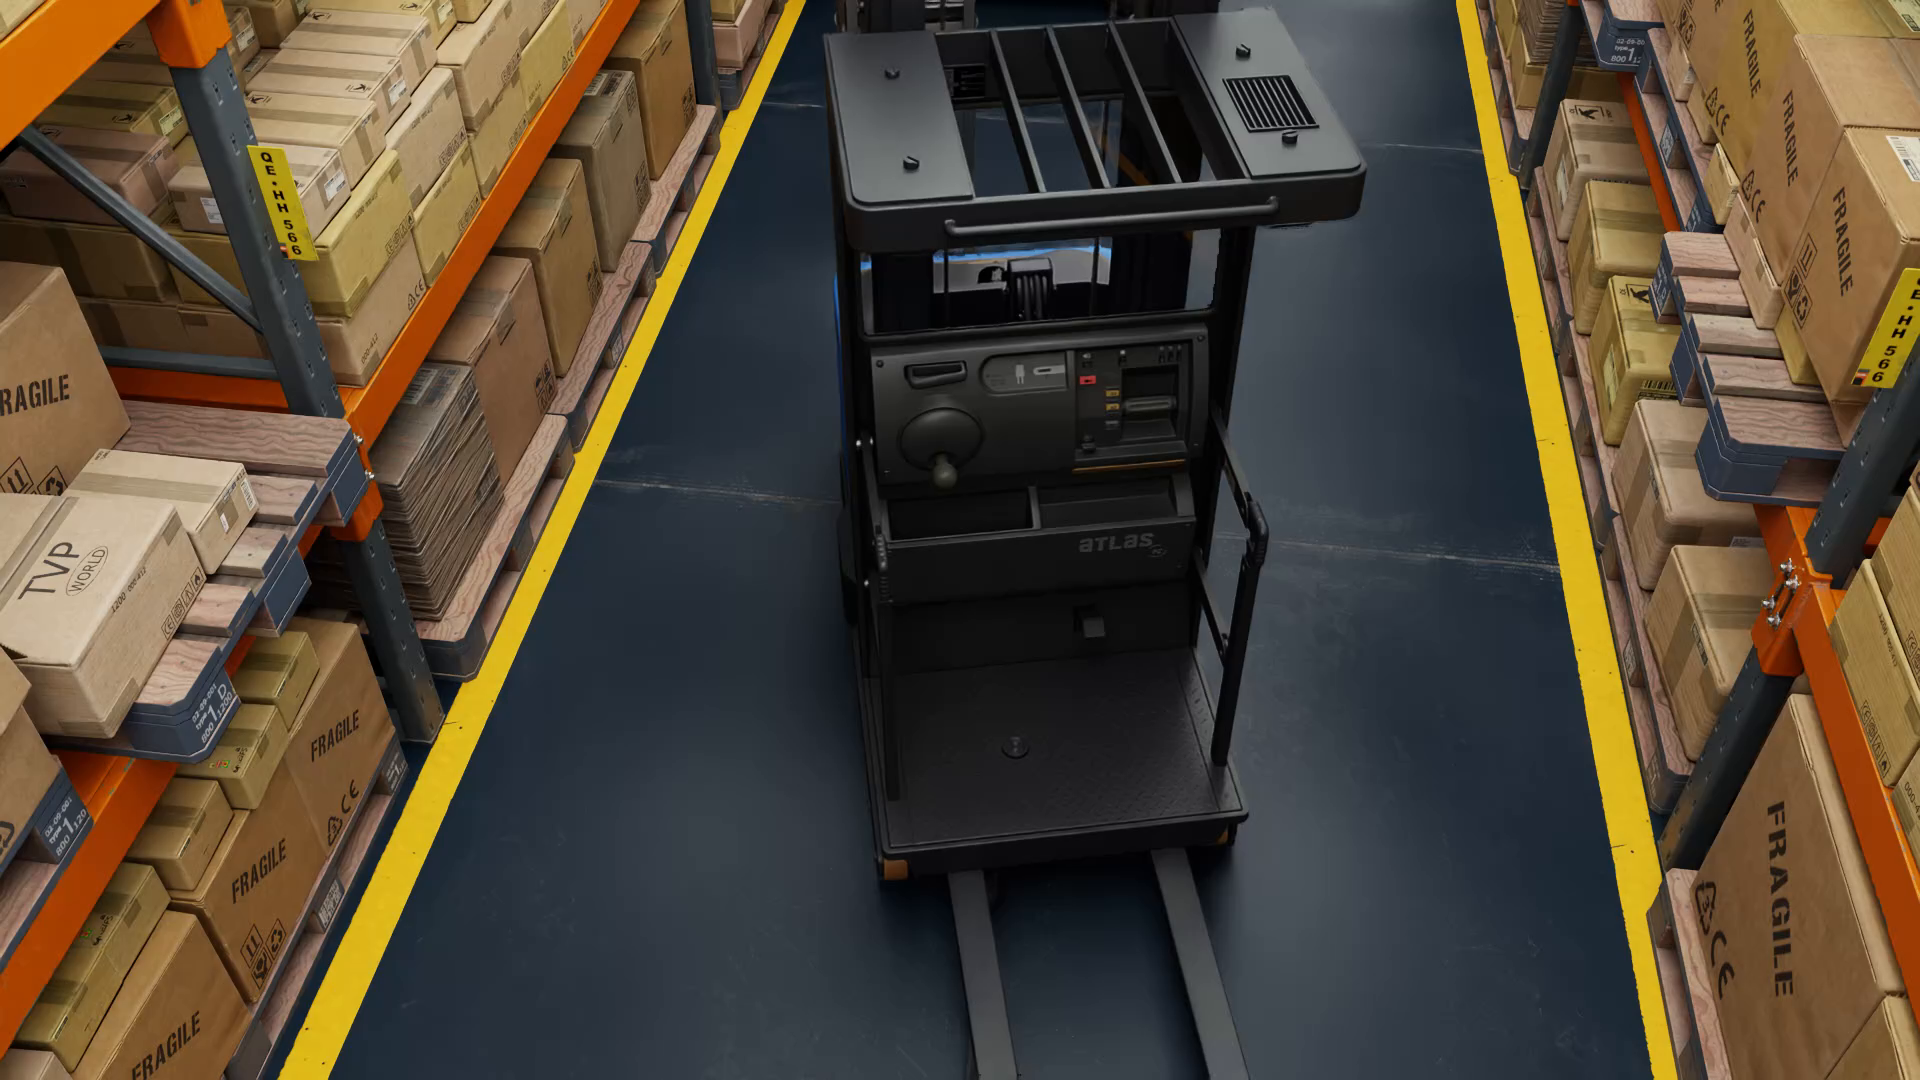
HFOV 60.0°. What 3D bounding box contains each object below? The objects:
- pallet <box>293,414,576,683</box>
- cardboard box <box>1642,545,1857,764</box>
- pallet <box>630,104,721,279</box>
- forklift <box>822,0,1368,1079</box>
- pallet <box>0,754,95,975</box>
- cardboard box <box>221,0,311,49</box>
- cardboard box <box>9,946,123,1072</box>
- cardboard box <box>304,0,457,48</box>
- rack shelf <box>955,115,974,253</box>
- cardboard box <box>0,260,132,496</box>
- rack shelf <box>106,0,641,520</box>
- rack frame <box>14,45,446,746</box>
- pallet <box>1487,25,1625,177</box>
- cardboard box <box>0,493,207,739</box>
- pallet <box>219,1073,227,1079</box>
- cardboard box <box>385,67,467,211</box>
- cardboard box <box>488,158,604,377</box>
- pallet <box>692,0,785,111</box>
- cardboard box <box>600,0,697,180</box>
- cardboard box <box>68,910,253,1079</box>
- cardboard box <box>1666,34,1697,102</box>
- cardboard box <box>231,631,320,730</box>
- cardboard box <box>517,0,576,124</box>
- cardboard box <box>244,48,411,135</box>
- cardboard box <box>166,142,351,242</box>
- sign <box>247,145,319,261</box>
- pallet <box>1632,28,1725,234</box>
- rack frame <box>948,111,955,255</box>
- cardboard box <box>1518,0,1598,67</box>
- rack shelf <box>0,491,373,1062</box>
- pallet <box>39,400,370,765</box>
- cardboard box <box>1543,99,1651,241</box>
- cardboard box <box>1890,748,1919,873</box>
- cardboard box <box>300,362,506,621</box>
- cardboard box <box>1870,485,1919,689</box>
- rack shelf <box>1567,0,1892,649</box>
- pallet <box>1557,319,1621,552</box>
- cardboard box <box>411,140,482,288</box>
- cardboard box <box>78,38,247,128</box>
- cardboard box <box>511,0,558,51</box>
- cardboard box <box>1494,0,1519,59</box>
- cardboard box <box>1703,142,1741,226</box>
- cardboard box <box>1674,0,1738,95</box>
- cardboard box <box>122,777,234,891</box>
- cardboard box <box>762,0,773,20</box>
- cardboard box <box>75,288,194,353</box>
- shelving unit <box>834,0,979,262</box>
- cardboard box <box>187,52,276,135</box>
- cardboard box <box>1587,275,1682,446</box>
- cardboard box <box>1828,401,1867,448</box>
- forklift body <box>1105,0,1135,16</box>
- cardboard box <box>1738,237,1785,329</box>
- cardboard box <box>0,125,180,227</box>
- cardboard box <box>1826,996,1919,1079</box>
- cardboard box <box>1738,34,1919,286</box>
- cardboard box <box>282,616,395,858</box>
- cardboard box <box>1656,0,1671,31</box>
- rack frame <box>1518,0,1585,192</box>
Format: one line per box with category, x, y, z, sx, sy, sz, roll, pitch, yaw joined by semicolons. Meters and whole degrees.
pallet;-2.092;-0.037;6.136;1.003;0.211;1.213;5;44;6
cardboard box;2.766;0.374;5.280;0.950;0.372;0.625;3;43;3
pallet;-1.769;-1.700;7.892;1.003;0.211;1.213;5;44;6
forklift;0.255;-0.276;4.409;1.130;2.935;3.031;-5;44;-5
pallet;-2.492;0.903;3.254;1.003;0.211;1.213;5;44;6
cardboard box;-2.303;-1.709;5.328;0.380;0.149;0.250;5;44;5
cardboard box;-2.250;1.097;3.951;0.380;0.149;0.250;5;44;5
cardboard box;-1.837;-1.668;5.285;0.380;0.149;0.250;6;44;6
rack shelf;-0.186;-1.158;5.966;0.431;0.518;0.480;-5;44;-5
cardboard box;-2.462;-0.345;4.054;0.500;0.500;0.500;7;44;7
rack shelf;-1.975;-1.594;6.275;1.077;0.370;4.000;5;44;6
rack frame;-2.239;-0.493;4.589;1.000;3.000;0.127;5;44;6
pallet;3.264;-2.218;8.439;1.003;0.211;1.213;5;44;6
cardboard box;-2.058;0.158;3.705;0.500;0.250;0.500;3;44;4
pallet;-2.539;1.855;4.138;1.003;0.211;1.213;5;44;6
cardboard box;-1.871;-1.241;5.124;0.500;0.250;0.500;7;44;7
cardboard box;-1.976;-1.111;6.664;0.875;0.625;0.625;4;44;4
pallet;-1.564;-2.744;8.995;1.003;0.211;1.213;5;44;6
cardboard box;-1.768;-2.152;7.763;0.875;0.625;0.625;7;44;7
cardboard box;-2.225;1.267;4.242;0.500;0.500;0.500;7;44;7
cardboard box;2.624;-1.598;5.633;0.380;0.149;0.250;7;44;7
cardboard box;-2.053;0.387;4.701;0.380;0.149;0.250;3;44;3
cardboard box;-1.735;-1.766;6.042;0.500;0.250;0.500;7;44;7
cardboard box;-1.863;-1.314;4.912;0.380;0.149;0.250;6;44;7
cardboard box;-1.905;-0.955;4.532;0.380;0.149;0.250;6;44;7
sign;-1.700;-0.841;4.172;0.100;0.325;0.005;5;44;6
pallet;2.902;-1.327;5.609;1.003;0.211;1.213;5;44;6
rack frame;-0.218;-1.335;6.132;0.400;2.100;0.015;-5;44;-5
cardboard box;3.022;-2.624;7.989;0.500;0.500;0.500;5;44;5
rack shelf;-2.504;1.132;3.396;1.077;0.370;4.000;5;44;6
pallet;-2.259;0.045;4.160;1.213;0.211;1.003;5;44;6
cardboard box;3.143;-1.611;7.375;0.950;0.372;0.625;6;44;6
cardboard box;2.317;0.673;3.467;0.500;0.250;0.500;4;44;4
cardboard box;-2.143;-0.207;5.708;0.875;0.625;0.625;7;44;7
cardboard box;2.370;0.152;3.653;0.500;0.250;0.500;5;44;5
rack shelf;2.946;-1.146;5.802;1.077;0.370;4.000;5;44;6
pallet;2.950;-0.393;6.511;1.003;0.211;1.213;5;44;6
cardboard box;-1.867;-1.061;5.298;0.500;0.250;0.500;4;44;5
cardboard box;-2.378;-1.364;4.964;0.380;0.149;0.250;5;44;5
cardboard box;-1.741;-1.946;5.870;0.500;0.250;0.500;6;44;6
cardboard box;3.082;-2.715;8.630;0.500;0.250;0.500;4;44;4
cardboard box;2.508;-1.075;5.081;0.380;0.149;0.250;6;44;6
cardboard box;2.662;-1.745;5.317;0.500;0.500;0.500;4;44;4
cardboard box;-2.137;0.751;4.316;0.380;0.149;0.250;4;44;4
cardboard box;-1.266;-3.020;8.952;0.500;0.250;0.500;4;44;5
cardboard box;-2.433;-0.768;4.988;0.500;0.250;0.500;4;44;5
shelving unit;-0.186;-1.168;5.957;0.431;2.100;0.503;-5;44;-5
cardboard box;-2.389;-1.300;5.186;0.500;0.250;0.500;6;44;6
cardboard box;2.961;-0.646;6.357;0.950;0.372;0.625;7;44;7
cardboard box;2.491;-0.350;4.315;0.380;0.149;0.250;7;44;7
forklift body;0.376;-4.178;9.098;2.313;2.155;1.214;5;44;6
cardboard box;2.444;-0.715;4.701;0.380;0.149;0.250;5;44;5
cardboard box;-2.397;-1.004;4.585;0.380;0.149;0.250;7;44;7
cardboard box;2.386;1.646;3.570;0.875;0.875;0.875;6;44;6
cardboard box;2.523;-1.029;4.561;0.500;0.500;0.500;5;44;5
cardboard box;-2.082;0.570;4.979;0.500;0.500;0.500;6;44;7
cardboard box;2.745;-1.942;5.997;0.380;0.149;0.250;6;44;6
rack frame;3.210;-2.770;6.994;1.000;3.000;0.127;5;44;6
